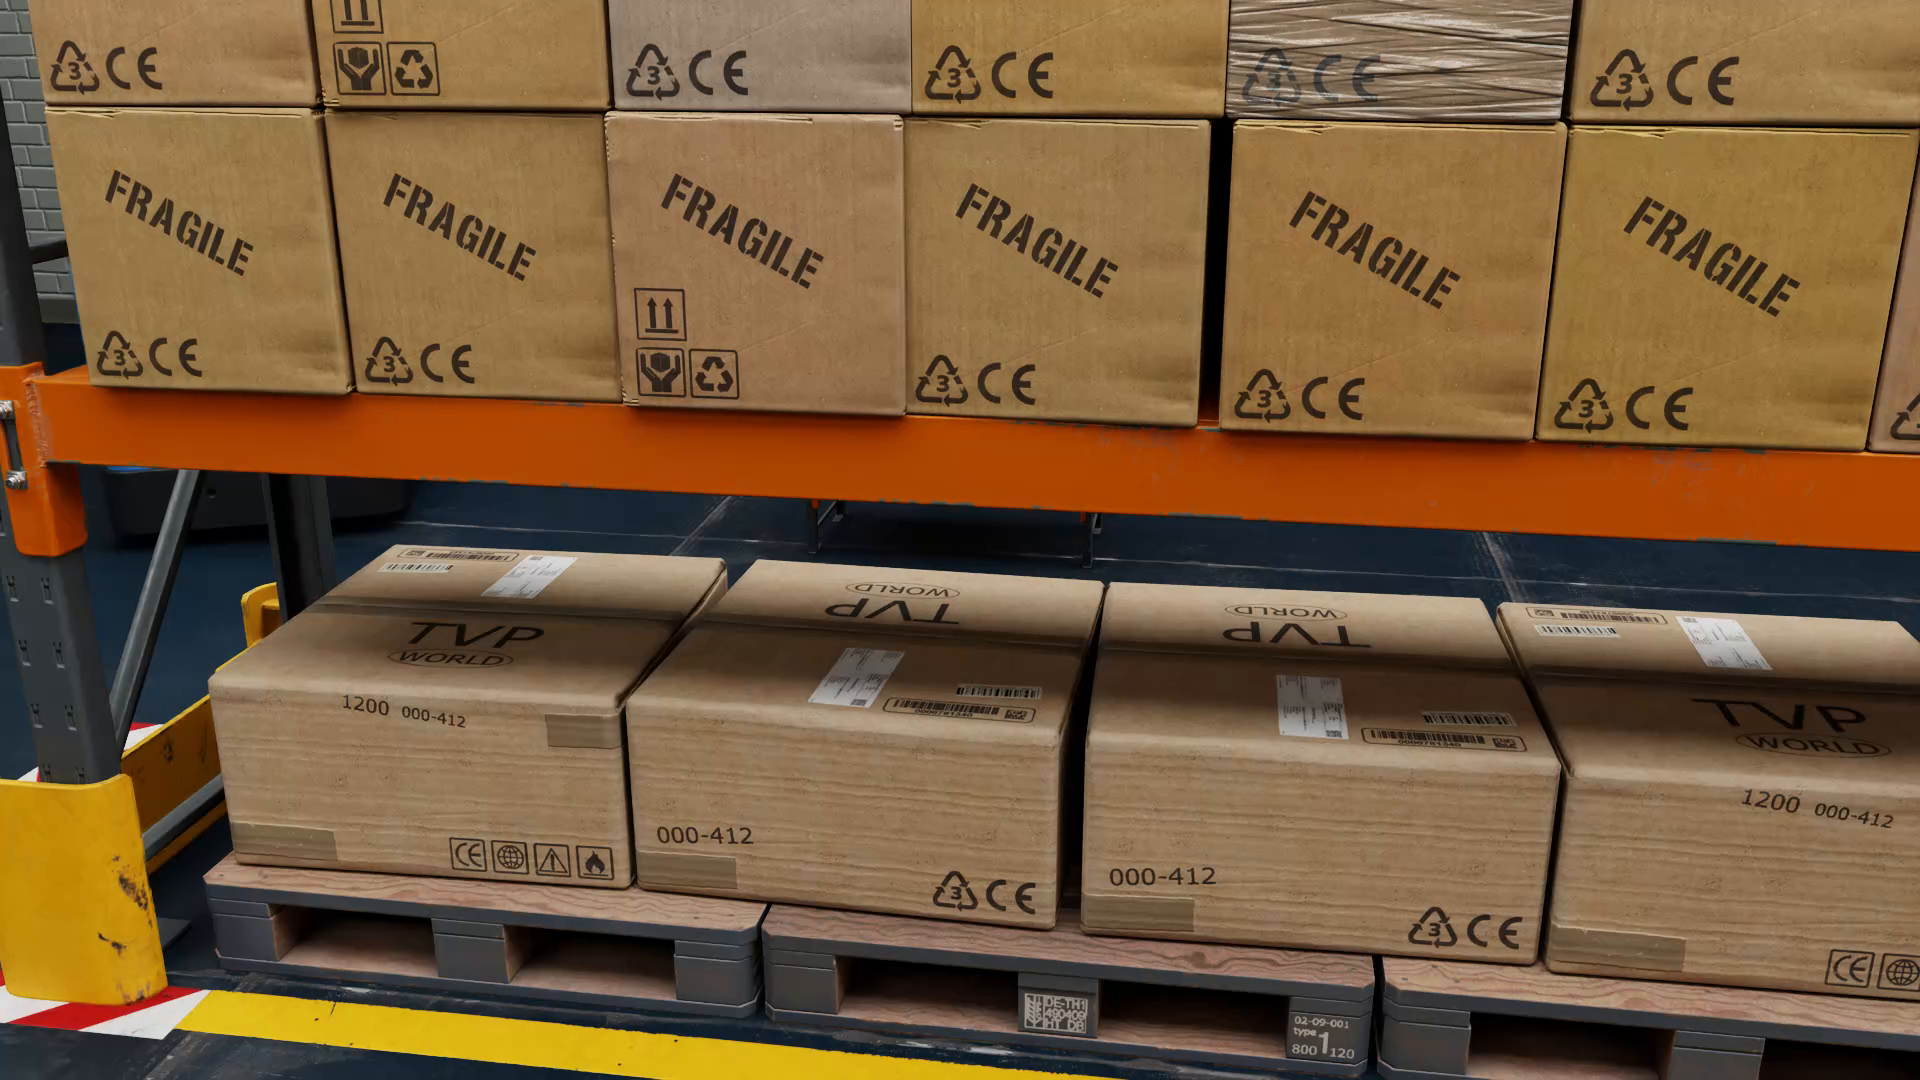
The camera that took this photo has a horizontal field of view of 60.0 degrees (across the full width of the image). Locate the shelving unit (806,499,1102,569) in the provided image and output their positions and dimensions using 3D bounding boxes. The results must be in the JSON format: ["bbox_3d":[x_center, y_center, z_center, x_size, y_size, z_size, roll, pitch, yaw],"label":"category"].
[{"bbox_3d":[-0.007,-0.534,6.126,1.048,1.125,0.538,3,19,9],"label":"shelving unit"}]

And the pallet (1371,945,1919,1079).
[{"bbox_3d":[1.476,0.813,3.541,1.213,0.211,1.003,3,19,9],"label":"pallet"}]

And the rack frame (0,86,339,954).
[{"bbox_3d":[-1.735,-0.648,3.512,0.127,3.000,1.000,3,19,9],"label":"rack frame"}]

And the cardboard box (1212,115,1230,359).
[{"bbox_3d":[0.298,-0.679,3.449,0.500,0.500,0.500,3,19,10],"label":"cardboard box"}]

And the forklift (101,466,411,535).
[{"bbox_3d":[-3.061,-1.839,7.181,1.130,2.935,3.031,-5,19,-16],"label":"forklift"}]

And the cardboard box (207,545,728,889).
[{"bbox_3d":[-1.067,0.370,3.847,0.875,0.438,0.875,2,19,7],"label":"cardboard box"}]

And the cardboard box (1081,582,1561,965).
[{"bbox_3d":[0.728,0.459,3.580,0.875,0.438,0.875,2,19,7],"label":"cardboard box"}]

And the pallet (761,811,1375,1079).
[{"bbox_3d":[0.268,0.752,3.722,1.213,0.211,1.003,3,19,9],"label":"pallet"}]

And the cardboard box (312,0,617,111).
[{"bbox_3d":[-0.795,-1.032,2.928,0.500,0.500,0.500,2,19,7],"label":"cardboard box"}]

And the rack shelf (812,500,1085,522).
[{"bbox_3d":[-0.007,-0.302,6.203,1.000,0.278,0.538,3,19,9],"label":"rack shelf"}]

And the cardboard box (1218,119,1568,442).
[{"bbox_3d":[0.709,-0.482,2.859,0.500,0.500,0.500,3,19,8],"label":"cardboard box"}]

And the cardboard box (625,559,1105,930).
[{"bbox_3d":[-0.162,0.413,3.717,0.875,0.438,0.875,3,19,10],"label":"cardboard box"}]

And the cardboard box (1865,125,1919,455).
[{"bbox_3d":[1.716,-0.437,2.725,0.500,0.500,0.500,3,19,9],"label":"cardboard box"}]

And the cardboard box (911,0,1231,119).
[{"bbox_3d":[0.208,-0.984,2.784,0.500,0.500,0.500,3,19,9],"label":"cardboard box"}]

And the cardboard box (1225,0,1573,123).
[{"bbox_3d":[0.701,-0.956,2.700,0.500,0.500,0.500,3,19,9],"label":"cardboard box"}]

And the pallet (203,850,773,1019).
[{"bbox_3d":[-0.933,0.690,3.908,1.213,0.211,1.003,3,19,9],"label":"pallet"}]

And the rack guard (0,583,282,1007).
[{"bbox_3d":[-1.758,0.536,3.913,0.348,0.500,1.175,3,19,9],"label":"rack guard"}]

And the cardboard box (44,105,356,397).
[{"bbox_3d":[-1.306,-0.581,3.156,0.500,0.500,0.500,3,19,8],"label":"cardboard box"}]

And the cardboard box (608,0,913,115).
[{"bbox_3d":[-0.285,-1.009,2.858,0.500,0.500,0.500,3,19,8],"label":"cardboard box"}]

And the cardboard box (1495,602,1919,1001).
[{"bbox_3d":[1.612,0.504,3.446,0.875,0.438,0.875,3,19,8],"label":"cardboard box"}]

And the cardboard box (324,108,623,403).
[{"bbox_3d":[-0.802,-0.565,3.106,0.500,0.500,0.500,3,19,8],"label":"cardboard box"}]

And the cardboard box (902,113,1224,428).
[{"bbox_3d":[0.194,-0.513,2.952,0.500,0.500,0.500,4,19,10],"label":"cardboard box"}]

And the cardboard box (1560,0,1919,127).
[{"bbox_3d":[1.205,-0.934,2.633,0.500,0.500,0.500,3,19,8],"label":"cardboard box"}]

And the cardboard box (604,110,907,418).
[{"bbox_3d":[-0.303,-0.533,3.012,0.500,0.500,0.500,3,19,8],"label":"cardboard box"}]

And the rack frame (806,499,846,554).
[{"bbox_3d":[-0.509,-0.559,6.202,0.032,1.125,0.500,3,19,9],"label":"rack frame"}]

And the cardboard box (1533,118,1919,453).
[{"bbox_3d":[1.207,-0.462,2.798,0.500,0.500,0.500,2,19,7],"label":"cardboard box"}]

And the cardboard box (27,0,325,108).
[{"bbox_3d":[-1.306,-1.056,2.999,0.500,0.500,0.500,3,19,7],"label":"cardboard box"}]

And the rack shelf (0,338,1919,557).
[{"bbox_3d":[0.240,-0.206,3.326,4.000,0.370,1.077,3,19,9],"label":"rack shelf"}]

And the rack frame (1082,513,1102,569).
[{"bbox_3d":[0.495,-0.508,6.049,0.032,1.125,0.500,3,19,9],"label":"rack frame"}]
